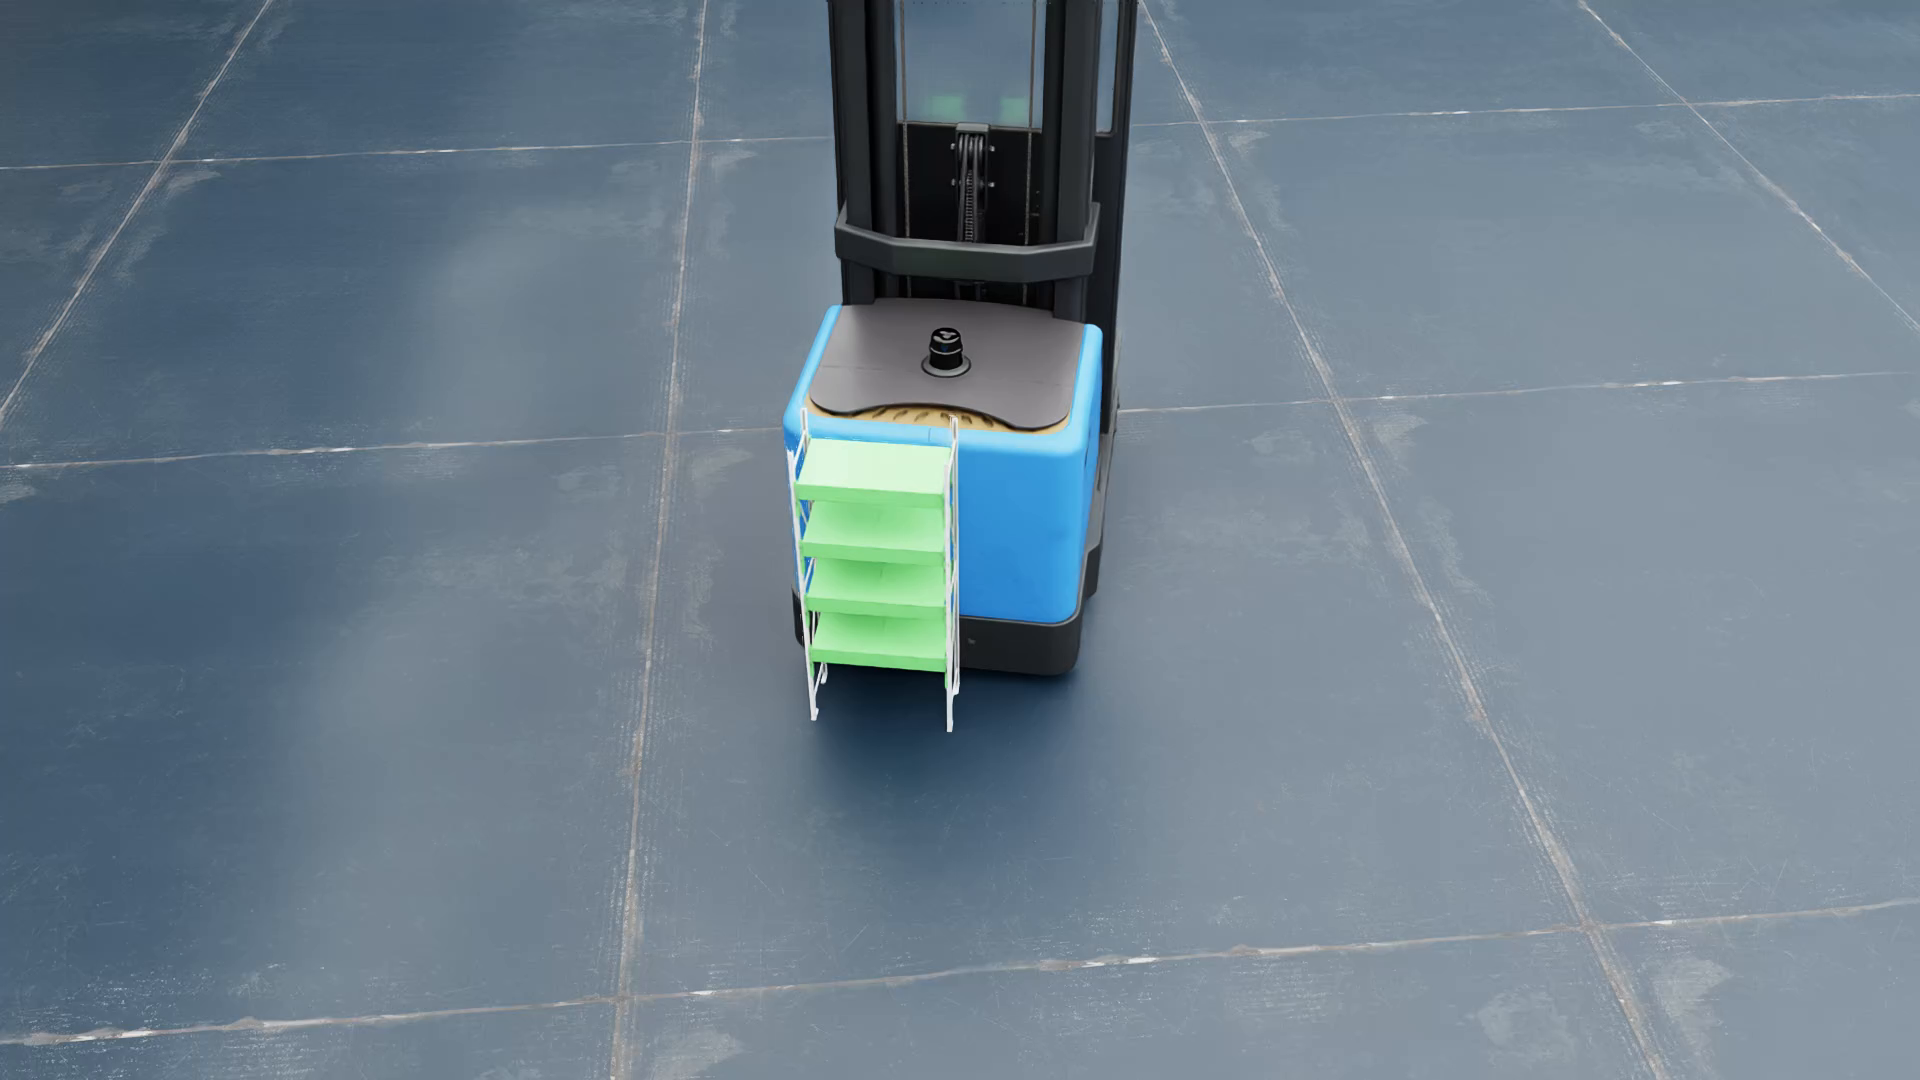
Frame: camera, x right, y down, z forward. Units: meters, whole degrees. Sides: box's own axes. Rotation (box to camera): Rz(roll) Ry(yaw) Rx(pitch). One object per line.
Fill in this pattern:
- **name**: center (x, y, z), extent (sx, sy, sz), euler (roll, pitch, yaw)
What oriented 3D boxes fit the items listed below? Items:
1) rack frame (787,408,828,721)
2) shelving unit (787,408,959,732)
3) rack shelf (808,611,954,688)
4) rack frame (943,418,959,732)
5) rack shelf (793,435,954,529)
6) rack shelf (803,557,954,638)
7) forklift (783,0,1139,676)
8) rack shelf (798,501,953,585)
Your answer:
- **rack frame**: center (-0.511, 0.110, 5.634), extent (0.015, 1.200, 0.240), euler (4, 41, 5)
- **shelving unit**: center (-0.269, 0.128, 5.611), extent (0.503, 1.200, 0.258), euler (4, 41, 5)
- **rack shelf**: center (-0.267, 0.359, 5.808), extent (0.480, 0.148, 0.258), euler (4, 41, 5)
- **rack frame**: center (-0.027, 0.146, 5.588), extent (0.015, 1.200, 0.240), euler (4, 41, 5)
- **rack shelf**: center (-0.271, -0.189, 5.341), extent (0.480, 0.148, 0.258), euler (4, 41, 5)
- **rack shelf**: center (-0.269, 0.176, 5.653), extent (0.480, 0.148, 0.258), euler (4, 41, 5)
- **forklift**: center (0.115, -1.570, 6.373), extent (1.130, 2.935, 3.031), euler (5, 39, 7)
- **rack shelf**: center (-0.270, -0.006, 5.497), extent (0.480, 0.148, 0.258), euler (4, 41, 5)
